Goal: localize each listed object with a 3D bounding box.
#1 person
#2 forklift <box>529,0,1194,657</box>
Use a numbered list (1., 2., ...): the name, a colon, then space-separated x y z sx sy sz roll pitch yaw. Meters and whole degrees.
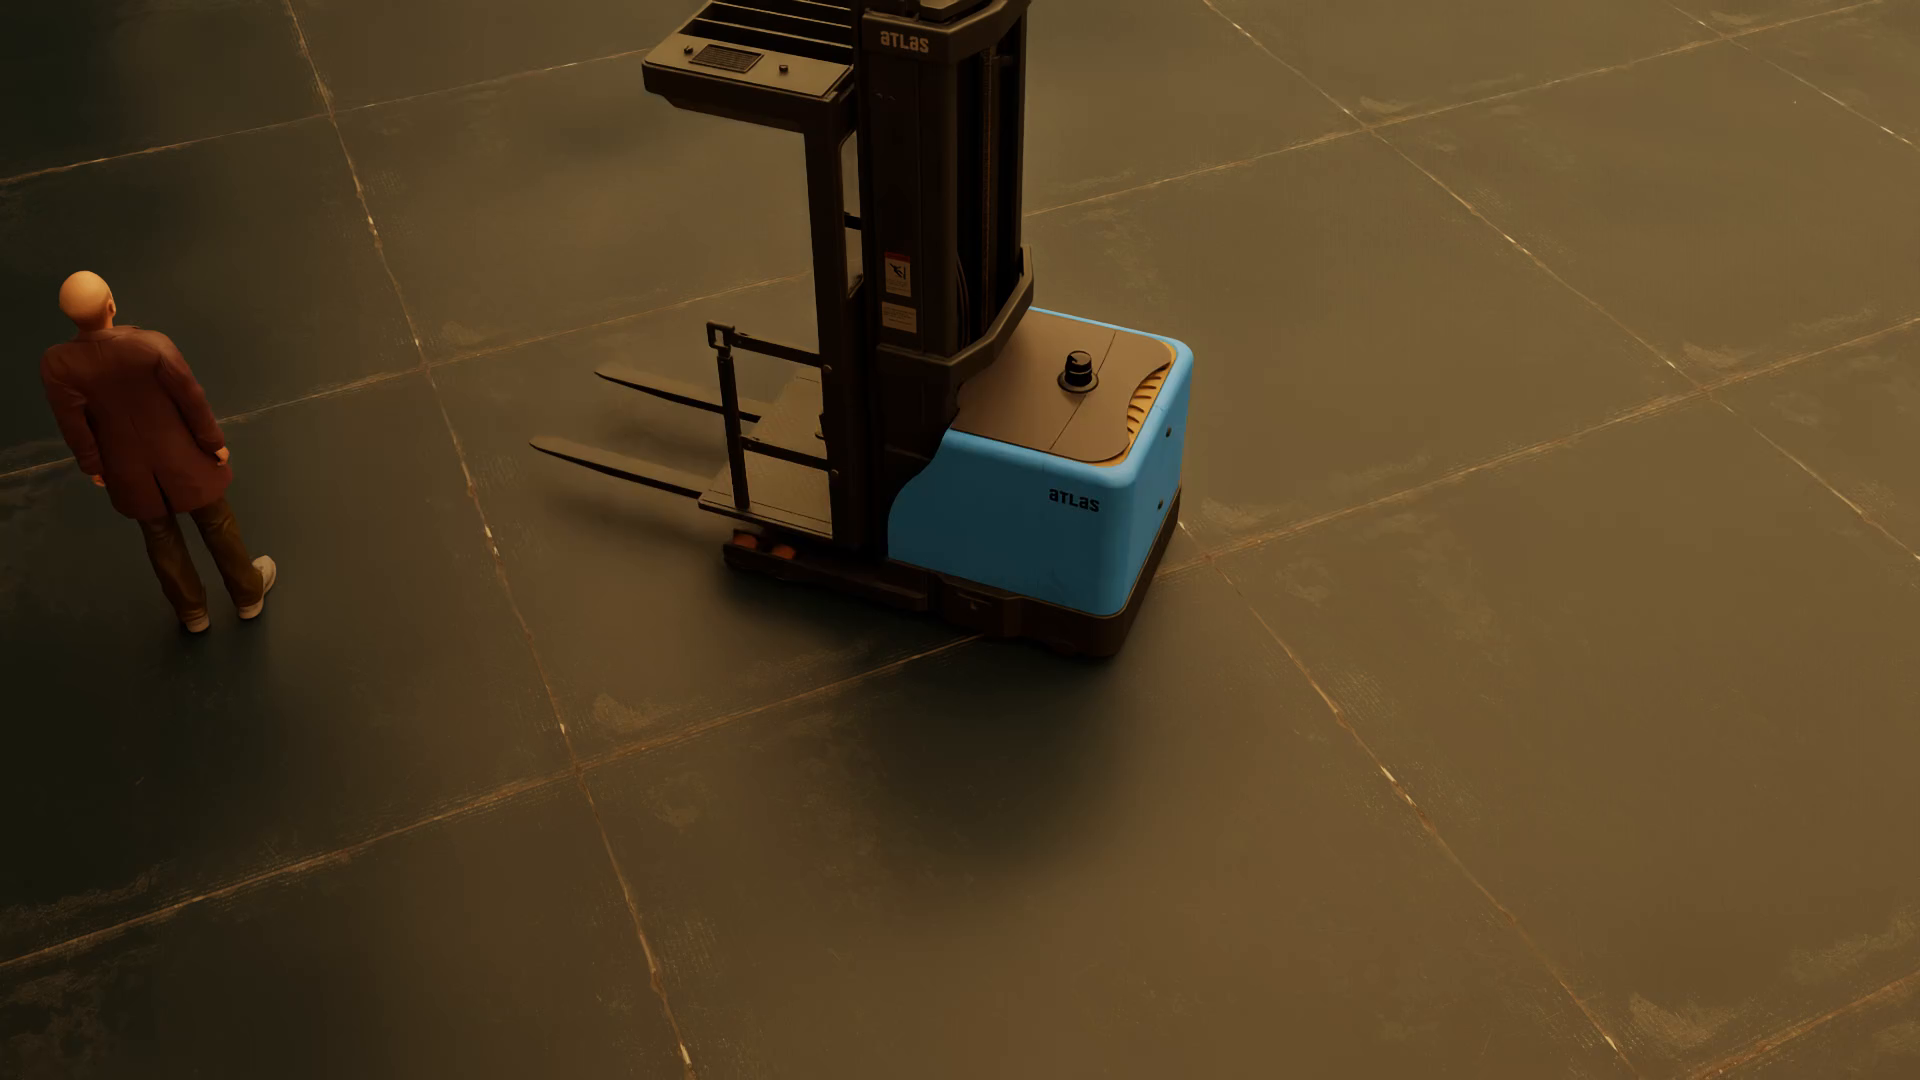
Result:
1. person: -3.349 -0.376 6.925 0.570 1.783 0.385 -12 44 -12
2. forklift: -0.547 -1.206 6.972 3.031 2.935 1.130 15 45 16
